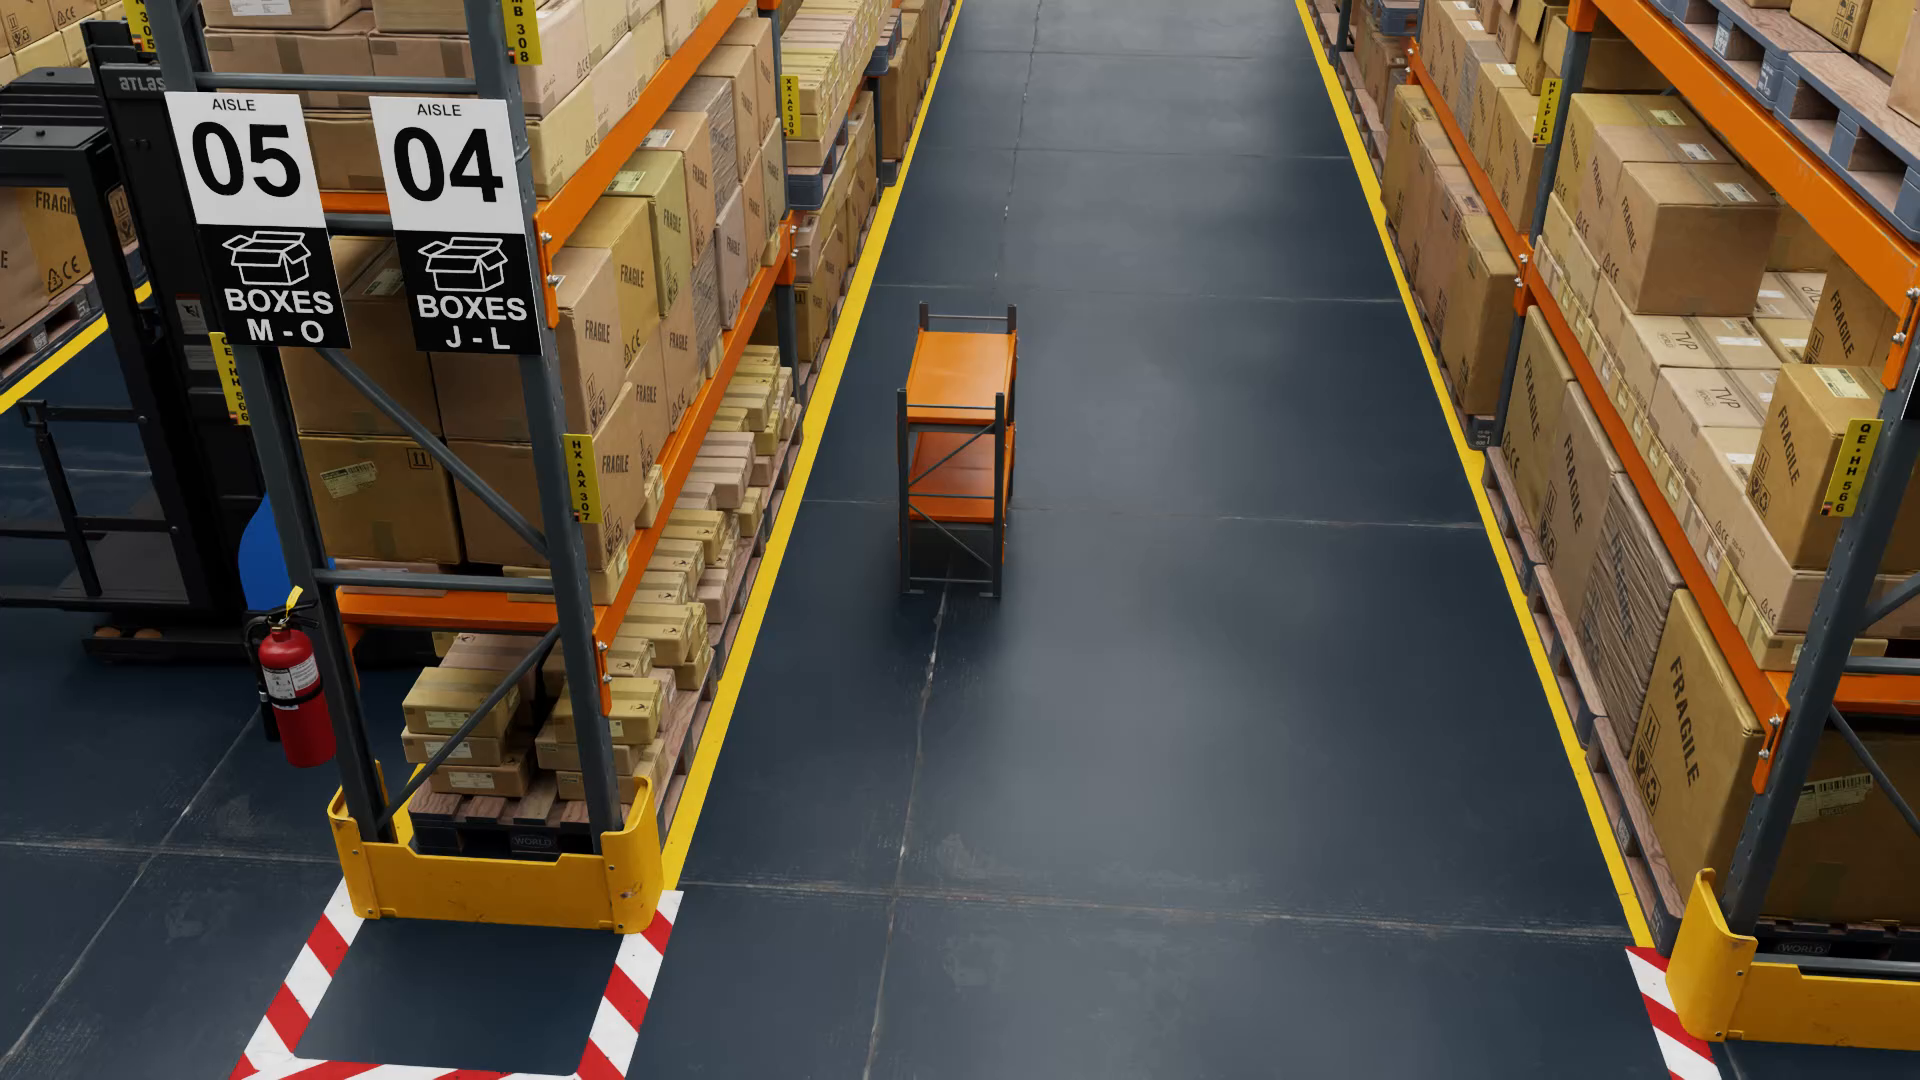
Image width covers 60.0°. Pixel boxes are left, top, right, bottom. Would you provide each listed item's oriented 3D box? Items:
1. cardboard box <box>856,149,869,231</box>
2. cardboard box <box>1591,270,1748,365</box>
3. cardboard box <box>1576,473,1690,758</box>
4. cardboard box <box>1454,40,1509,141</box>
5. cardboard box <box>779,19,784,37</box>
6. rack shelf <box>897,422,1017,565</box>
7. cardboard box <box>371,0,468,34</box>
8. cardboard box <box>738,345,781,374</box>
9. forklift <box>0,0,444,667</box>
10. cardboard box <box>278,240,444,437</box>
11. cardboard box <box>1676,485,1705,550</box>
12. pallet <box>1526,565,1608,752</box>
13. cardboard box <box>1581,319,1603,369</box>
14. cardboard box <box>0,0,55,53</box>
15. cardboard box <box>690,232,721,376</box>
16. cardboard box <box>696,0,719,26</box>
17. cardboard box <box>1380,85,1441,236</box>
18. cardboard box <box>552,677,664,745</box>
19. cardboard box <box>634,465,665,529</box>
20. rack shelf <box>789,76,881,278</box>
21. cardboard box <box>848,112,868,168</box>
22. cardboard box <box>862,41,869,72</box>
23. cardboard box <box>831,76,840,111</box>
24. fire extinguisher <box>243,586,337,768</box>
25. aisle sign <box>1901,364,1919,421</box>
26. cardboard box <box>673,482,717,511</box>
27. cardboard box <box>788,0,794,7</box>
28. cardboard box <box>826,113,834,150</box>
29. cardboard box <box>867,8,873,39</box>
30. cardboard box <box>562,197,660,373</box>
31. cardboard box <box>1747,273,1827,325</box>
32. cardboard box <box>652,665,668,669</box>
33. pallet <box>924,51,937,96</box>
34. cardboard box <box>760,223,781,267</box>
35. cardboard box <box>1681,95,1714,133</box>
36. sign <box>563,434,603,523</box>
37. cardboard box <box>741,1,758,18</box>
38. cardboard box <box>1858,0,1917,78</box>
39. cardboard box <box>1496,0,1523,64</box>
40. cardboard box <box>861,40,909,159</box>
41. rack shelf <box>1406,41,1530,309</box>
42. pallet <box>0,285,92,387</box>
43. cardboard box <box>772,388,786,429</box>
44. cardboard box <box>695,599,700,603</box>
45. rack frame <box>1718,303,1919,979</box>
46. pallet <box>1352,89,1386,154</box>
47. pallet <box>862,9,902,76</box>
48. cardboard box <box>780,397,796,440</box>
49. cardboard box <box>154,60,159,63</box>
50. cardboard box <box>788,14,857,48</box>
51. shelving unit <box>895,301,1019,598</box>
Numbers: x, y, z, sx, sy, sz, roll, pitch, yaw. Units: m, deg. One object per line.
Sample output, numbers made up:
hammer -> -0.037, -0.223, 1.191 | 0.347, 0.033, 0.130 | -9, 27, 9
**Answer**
cardboard box -> -0.952, -2.522, 11.966 | 0.500, 0.500, 0.500 | 4, 32, 6
cardboard box -> 3.116, -0.975, 7.333 | 0.500, 0.250, 0.500 | 3, 32, 5
cardboard box -> 3.218, 0.326, 6.988 | 0.875, 0.875, 0.875 | 2, 32, 4
cardboard box -> 3.391, -2.770, 10.291 | 0.500, 0.500, 0.500 | 3, 32, 4
cardboard box -> -1.414, -3.458, 11.341 | 0.380, 0.149, 0.250 | 4, 32, 6
rack shelf -> -0.001, -0.267, 8.577 | 0.538, 0.278, 1.000 | 2, 32, 4
cardboard box -> -1.511, -1.606, 4.925 | 0.380, 0.149, 0.250 | 2, 32, 4
cardboard box -> -1.208, -0.964, 9.205 | 0.380, 0.149, 0.250 | 3, 32, 5
forklift -> -3.690, -0.940, 7.482 | 3.031, 2.935, 1.130 | 2, 32, 3
cardboard box -> -1.975, -0.696, 5.688 | 0.500, 0.500, 0.500 | 2, 32, 3
cardboard box -> 2.935, -0.078, 6.257 | 0.380, 0.149, 0.250 | 3, 32, 5
pallet -> 3.260, 0.543, 7.667 | 1.003, 0.211, 1.213 | 2, 32, 4
cardboard box -> 3.059, -0.884, 7.565 | 0.380, 0.149, 0.250 | 2, 32, 3
cardboard box -> -6.001, -3.317, 10.224 | 0.500, 0.500, 0.500 | 2, 32, 3
cardboard box -> -1.346, -1.046, 7.210 | 0.500, 0.500, 0.500 | 2, 32, 3
cardboard box -> -1.302, -2.361, 7.007 | 0.500, 0.250, 0.500 | 2, 32, 3
cardboard box -> 3.746, -2.684, 11.871 | 1.225, 0.875, 0.875 | 1, 32, 2
cardboard box -> -1.383, 0.671, 6.552 | 0.380, 0.149, 0.250 | 1, 32, 2
cardboard box -> -1.356, -0.173, 6.411 | 0.380, 0.149, 0.250 | 2, 32, 3
rack shelf -> -1.275, -2.682, 10.929 | 1.077, 0.370, 4.000 | 2, 32, 4
cardboard box -> -0.937, -2.835, 11.758 | 0.500, 0.250, 0.500 | 3, 32, 5
cardboard box -> -0.804, -3.158, 10.854 | 0.380, 0.149, 0.250 | 3, 32, 5
cardboard box -> -0.908, -2.598, 9.662 | 0.380, 0.149, 0.250 | 3, 32, 5
fire extinguisher -> -2.244, 0.453, 5.586 | 0.296, 0.674, 0.183 | 2, 32, 4
aisle sign -> 2.866, -0.668, 4.497 | 0.394, 0.787, 0.004 | 2, 32, 4
cardboard box -> -1.370, -0.153, 7.890 | 0.380, 0.149, 0.250 | 3, 32, 4
cardboard box -> -1.372, -3.847, 11.688 | 0.380, 0.149, 0.250 | 4, 32, 6
cardboard box -> -0.931, -2.346, 9.537 | 0.380, 0.149, 0.250 | 3, 32, 5
cardboard box -> -0.781, -3.417, 10.991 | 0.380, 0.149, 0.250 | 2, 32, 4
cardboard box -> -1.428, -0.933, 6.074 | 0.500, 0.500, 0.500 | 3, 32, 5
cardboard box -> 3.642, -0.961, 7.310 | 0.500, 0.250, 0.500 | 3, 32, 5
cardboard box -> -1.455, 0.522, 7.078 | 0.380, 0.149, 0.250 | 3, 32, 5
pallet -> -0.775, -4.532, 15.903 | 1.003, 0.211, 1.213 | 2, 32, 4
cardboard box -> -1.141, -1.537, 8.624 | 0.380, 0.149, 0.250 | 2, 32, 3
cardboard box -> 3.726, -1.808, 7.970 | 0.500, 0.500, 0.500 | 3, 32, 5
sign -> -1.223, -0.196, 5.385 | 0.100, 0.325, 0.005 | 2, 32, 4
cardboard box -> -1.473, -3.308, 10.531 | 0.380, 0.149, 0.250 | 2, 32, 3
cardboard box -> 3.326, -1.690, 5.184 | 0.700, 0.500, 0.500 | 1, 32, 2
cardboard box -> 3.643, -3.166, 9.977 | 0.797, 0.503, 0.637 | 3, 32, 6
cardboard box -> -0.973, -3.570, 13.428 | 1.050, 0.750, 0.750 | 2, 32, 3
rack shelf -> 3.660, -2.417, 10.499 | 1.077, 0.370, 4.000 | 2, 32, 4
pallet -> -6.392, -1.321, 10.692 | 1.003, 0.211, 1.213 | 2, 32, 4
cardboard box -> -1.157, -0.714, 9.083 | 0.380, 0.149, 0.250 | 1, 32, 2
cardboard box -> -1.393, 0.387, 7.581 | 0.380, 0.149, 0.250 | 3, 32, 4
rack frame -> 3.171, 0.414, 5.220 | 1.000, 3.000, 0.127 | 2, 32, 4
pallet -> 3.990, -3.627, 14.434 | 1.003, 0.211, 1.213 | 2, 32, 4
pallet -> -1.064, -3.575, 11.875 | 1.213, 0.211, 1.003 | 2, 32, 4
cardboard box -> -1.131, -0.688, 9.325 | 0.380, 0.149, 0.250 | 3, 32, 5
cardboard box -> -5.863, -3.586, 11.852 | 0.500, 0.250, 0.500 | 3, 32, 5
cardboard box -> -0.844, -3.130, 10.242 | 0.380, 0.149, 0.250 | 4, 32, 6
shelving unit -> -0.001, -0.475, 8.449 | 0.538, 1.125, 1.048 | 2, 32, 4
